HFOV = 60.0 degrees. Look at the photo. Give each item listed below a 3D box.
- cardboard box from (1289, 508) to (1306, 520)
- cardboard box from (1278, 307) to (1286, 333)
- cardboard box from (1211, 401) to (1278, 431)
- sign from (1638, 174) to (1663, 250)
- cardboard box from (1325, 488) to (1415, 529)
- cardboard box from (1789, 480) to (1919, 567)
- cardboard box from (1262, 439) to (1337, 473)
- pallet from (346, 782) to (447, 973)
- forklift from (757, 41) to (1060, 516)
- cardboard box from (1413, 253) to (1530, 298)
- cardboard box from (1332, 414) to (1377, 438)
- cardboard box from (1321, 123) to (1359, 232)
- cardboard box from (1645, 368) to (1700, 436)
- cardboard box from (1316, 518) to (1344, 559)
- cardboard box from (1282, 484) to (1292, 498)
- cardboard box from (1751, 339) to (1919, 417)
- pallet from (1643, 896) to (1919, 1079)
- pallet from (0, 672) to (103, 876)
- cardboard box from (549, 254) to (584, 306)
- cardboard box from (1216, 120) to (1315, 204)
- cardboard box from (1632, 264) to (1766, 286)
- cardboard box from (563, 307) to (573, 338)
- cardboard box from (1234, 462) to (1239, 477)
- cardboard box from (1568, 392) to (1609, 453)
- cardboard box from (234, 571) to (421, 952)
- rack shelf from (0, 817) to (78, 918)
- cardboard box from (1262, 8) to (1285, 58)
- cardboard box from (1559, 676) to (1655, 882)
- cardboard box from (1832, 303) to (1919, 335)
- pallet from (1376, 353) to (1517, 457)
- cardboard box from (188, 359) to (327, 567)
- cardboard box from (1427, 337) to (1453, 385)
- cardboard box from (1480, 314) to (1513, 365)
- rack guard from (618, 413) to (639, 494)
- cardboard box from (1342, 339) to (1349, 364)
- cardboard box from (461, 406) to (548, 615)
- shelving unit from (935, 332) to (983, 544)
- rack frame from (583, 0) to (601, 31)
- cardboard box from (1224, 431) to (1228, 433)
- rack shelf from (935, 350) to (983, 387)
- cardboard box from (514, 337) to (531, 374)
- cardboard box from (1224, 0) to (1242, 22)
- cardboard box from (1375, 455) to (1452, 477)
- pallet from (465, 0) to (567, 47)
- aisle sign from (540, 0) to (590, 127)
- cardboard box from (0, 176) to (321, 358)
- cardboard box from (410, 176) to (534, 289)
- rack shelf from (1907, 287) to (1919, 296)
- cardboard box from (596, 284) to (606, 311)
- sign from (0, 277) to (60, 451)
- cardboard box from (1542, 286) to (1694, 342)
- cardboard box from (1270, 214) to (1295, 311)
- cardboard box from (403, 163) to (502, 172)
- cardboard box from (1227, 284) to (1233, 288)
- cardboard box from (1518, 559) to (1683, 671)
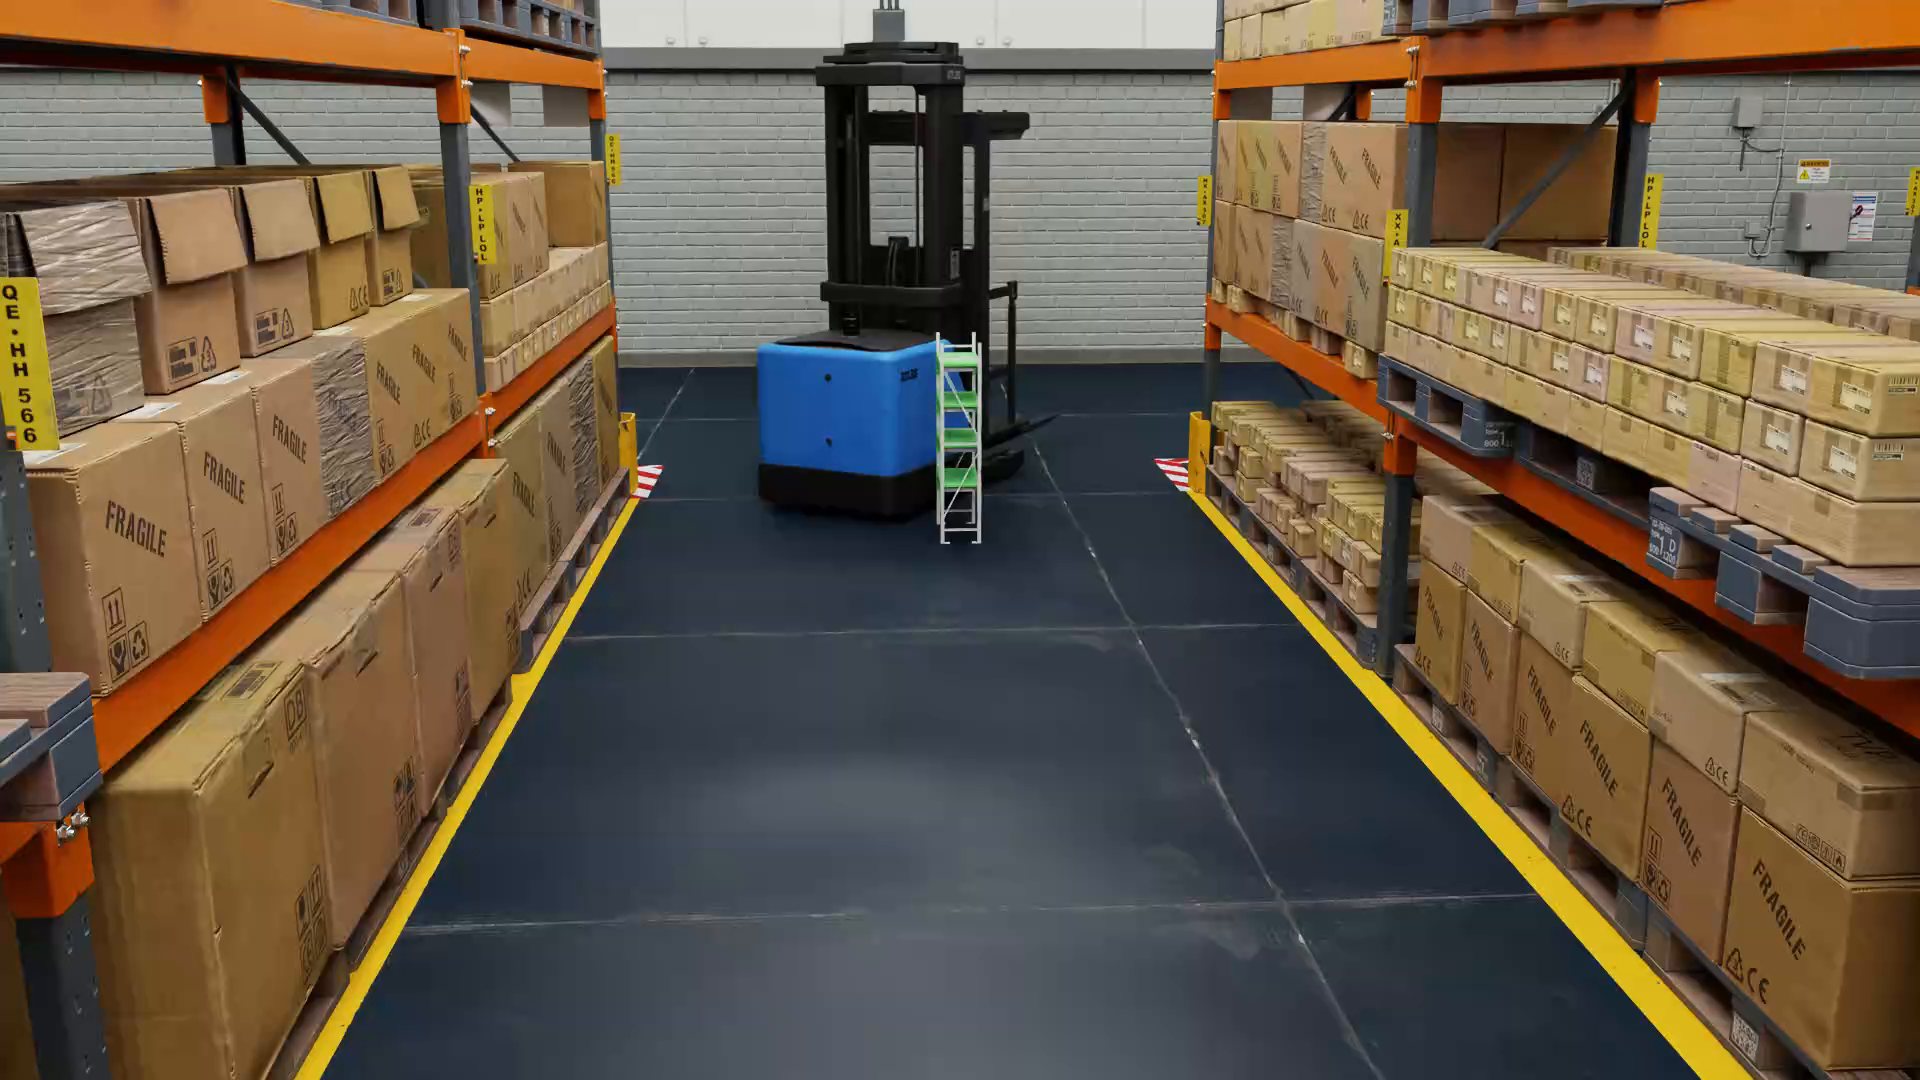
[{"bbox_3d":[2.032,-0.079,9.190,0.380,0.149,0.250,-1,14,-2],"label":"cardboard box"},{"bbox_3d":[2.002,-1.241,9.332,0.380,0.149,0.250,0,14,-1],"label":"cardboard box"},{"bbox_3d":[1.855,-0.810,10.841,0.380,0.149,0.250,-2,15,-6],"label":"cardboard box"},{"bbox_3d":[2.963,-1.410,7.165,0.100,0.325,0.005,-1,14,-3],"label":"sign"},{"bbox_3d":[2.050,-0.160,8.314,0.380,0.149,0.250,-1,14,-4],"label":"cardboard box"},{"bbox_3d":[2.168,-0.043,3.834,0.380,0.149,0.250,-1,14,-3],"label":"cardboard box"},{"bbox_3d":[1.956,-0.483,9.570,0.380,0.149,0.250,-1,14,-3],"label":"cardboard box"},{"bbox_3d":[-2.345,1.057,5.496,1.003,0.211,1.213,-1,14,-3],"label":"pallet"},{"bbox_3d":[-0.196,-1.895,11.510,1.130,2.935,3.031,7,16,26],"label":"forklift"},{"bbox_3d":[1.998,-1.036,6.500,0.380,0.149,0.250,0,14,-2],"label":"cardboard box"},{"bbox_3d":[2.549,-0.692,10.382,0.380,0.149,0.250,-1,14,-5],"label":"cardboard box"},{"bbox_3d":[2.073,-1.758,8.036,0.500,0.500,0.500,-1,14,-5],"label":"cardboard box"},{"bbox_3d":[2.120,-0.381,4.552,0.380,0.149,0.250,-1,14,-3],"label":"cardboard box"},{"bbox_3d":[2.010,-0.014,8.342,0.380,0.149,0.250,-1,14,-5],"label":"cardboard box"},{"bbox_3d":[2.079,-0.342,9.618,0.380,0.149,0.250,0,14,-1],"label":"cardboard box"},{"bbox_3d":[2.156,-0.393,4.000,0.380,0.149,0.250,-1,14,-4],"label":"cardboard box"},{"bbox_3d":[2.611,1.311,4.509,1.003,0.211,1.213,-1,14,-3],"label":"pallet"},{"bbox_3d":[-2.149,0.474,2.547,1.213,0.211,1.003,-1,14,-3],"label":"pallet"},{"bbox_3d":[-2.437,-1.486,9.486,0.500,0.250,0.500,-1,14,-5],"label":"cardboard box"},{"bbox_3d":[1.925,-2.396,10.515,0.500,0.500,0.500,-1,14,-4],"label":"cardboard box"},{"bbox_3d":[2.677,-0.917,6.038,0.380,0.149,0.250,-1,14,-4],"label":"cardboard box"},{"bbox_3d":[-2.350,-1.198,9.168,0.380,0.149,0.250,-1,14,-2],"label":"cardboard box"},{"bbox_3d":[1.973,-0.459,10.668,0.380,0.149,0.250,-1,14,-4],"label":"cardboard box"},{"bbox_3d":[2.094,-0.362,5.074,0.380,0.149,0.250,0,14,-2],"label":"cardboard box"},{"bbox_3d":[-2.369,0.638,4.949,1.225,0.875,0.875,-1,14,-3],"label":"cardboard box"},{"bbox_3d":[-2.175,1.052,1.362,1.077,0.370,4.000,-1,14,-3],"label":"rack shelf"},{"bbox_3d":[2.008,-2.841,9.328,0.500,0.250,0.500,-1,14,-5],"label":"cardboard box"},{"bbox_3d":[2.278,0.742,5.298,0.500,0.500,0.500,-2,15,-6],"label":"cardboard box"},{"bbox_3d":[2.758,-0.594,4.783,0.380,0.149,0.250,0,14,-1],"label":"cardboard box"},{"bbox_3d":[2.312,-0.555,6.549,1.003,0.211,1.213,-1,14,-3],"label":"pallet"},{"bbox_3d":[-2.127,-0.223,4.673,0.500,0.500,0.500,-1,14,-4],"label":"cardboard box"},{"bbox_3d":[2.010,-0.686,6.333,0.380,0.149,0.250,-1,14,-3],"label":"cardboard box"},{"bbox_3d":[2.045,-0.701,5.794,0.380,0.149,0.250,0,14,-1],"label":"cardboard box"},{"bbox_3d":[-2.796,-0.579,11.273,1.175,0.500,0.348,-1,14,-3],"label":"rack guard"},{"bbox_3d":[2.077,-0.916,8.070,0.380,0.149,0.250,0,14,-1],"label":"cardboard box"},{"bbox_3d":[-2.508,-0.129,7.928,0.875,0.875,0.875,-1,14,-3],"label":"cardboard box"},{"bbox_3d":[-0.010,-0.622,10.037,0.258,1.200,0.503,-1,14,-3],"label":"shelving unit"},{"bbox_3d":[-2.795,-4.689,10.191,1.000,3.000,0.127,-1,14,-3],"label":"rack frame"},{"bbox_3d":[1.938,-0.668,10.883,0.380,0.149,0.250,0,14,-1],"label":"cardboard box"},{"bbox_3d":[-0.010,-1.025,9.933,0.258,0.148,0.480,-1,14,-3],"label":"rack shelf"},{"bbox_3d":[-2.267,-0.877,7.918,0.380,0.149,0.250,0,14,-2],"label":"cardboard box"},{"bbox_3d":[1.930,-3.342,10.272,0.500,0.250,0.500,-1,14,-3],"label":"cardboard box"},{"bbox_3d":[2.500,-0.367,9.118,0.380,0.149,0.250,-1,15,-6],"label":"cardboard box"},{"bbox_3d":[-2.660,-2.705,8.678,1.003,0.211,1.213,-1,14,-3],"label":"pallet"},{"bbox_3d":[-2.500,-3.065,10.702,0.394,0.787,0.004,-1,14,-3],"label":"aisle sign"},{"bbox_3d":[-2.414,-0.839,5.054,0.797,0.503,0.637,0,14,-2],"label":"cardboard box"},{"bbox_3d":[-2.344,-1.469,7.915,0.500,0.500,0.500,-1,14,-3],"label":"cardboard box"},{"bbox_3d":[7.220,-1.091,9.690,1.077,0.370,4.000,-1,14,-3],"label":"rack shelf"},{"bbox_3d":[-2.426,-1.514,10.394,0.380,0.149,0.250,-1,14,-3],"label":"cardboard box"},{"bbox_3d":[-1.758,-0.327,3.113,0.100,0.325,0.005,-1,14,-3],"label":"sign"},{"bbox_3d":[2.076,-0.716,5.259,0.380,0.149,0.250,0,14,-2],"label":"cardboard box"},{"bbox_3d":[2.028,-1.530,9.156,0.500,0.500,0.500,-1,14,-5],"label":"cardboard box"},{"bbox_3d":[-3.004,-1.970,9.863,0.500,0.500,0.500,-1,14,-5],"label":"cardboard box"},{"bbox_3d":[1.912,-1.565,10.594,0.380,0.149,0.250,0,14,-1],"label":"cardboard box"},{"bbox_3d":[2.254,0.251,5.700,0.500,0.250,0.500,0,14,-1],"label":"cardboard box"}]
